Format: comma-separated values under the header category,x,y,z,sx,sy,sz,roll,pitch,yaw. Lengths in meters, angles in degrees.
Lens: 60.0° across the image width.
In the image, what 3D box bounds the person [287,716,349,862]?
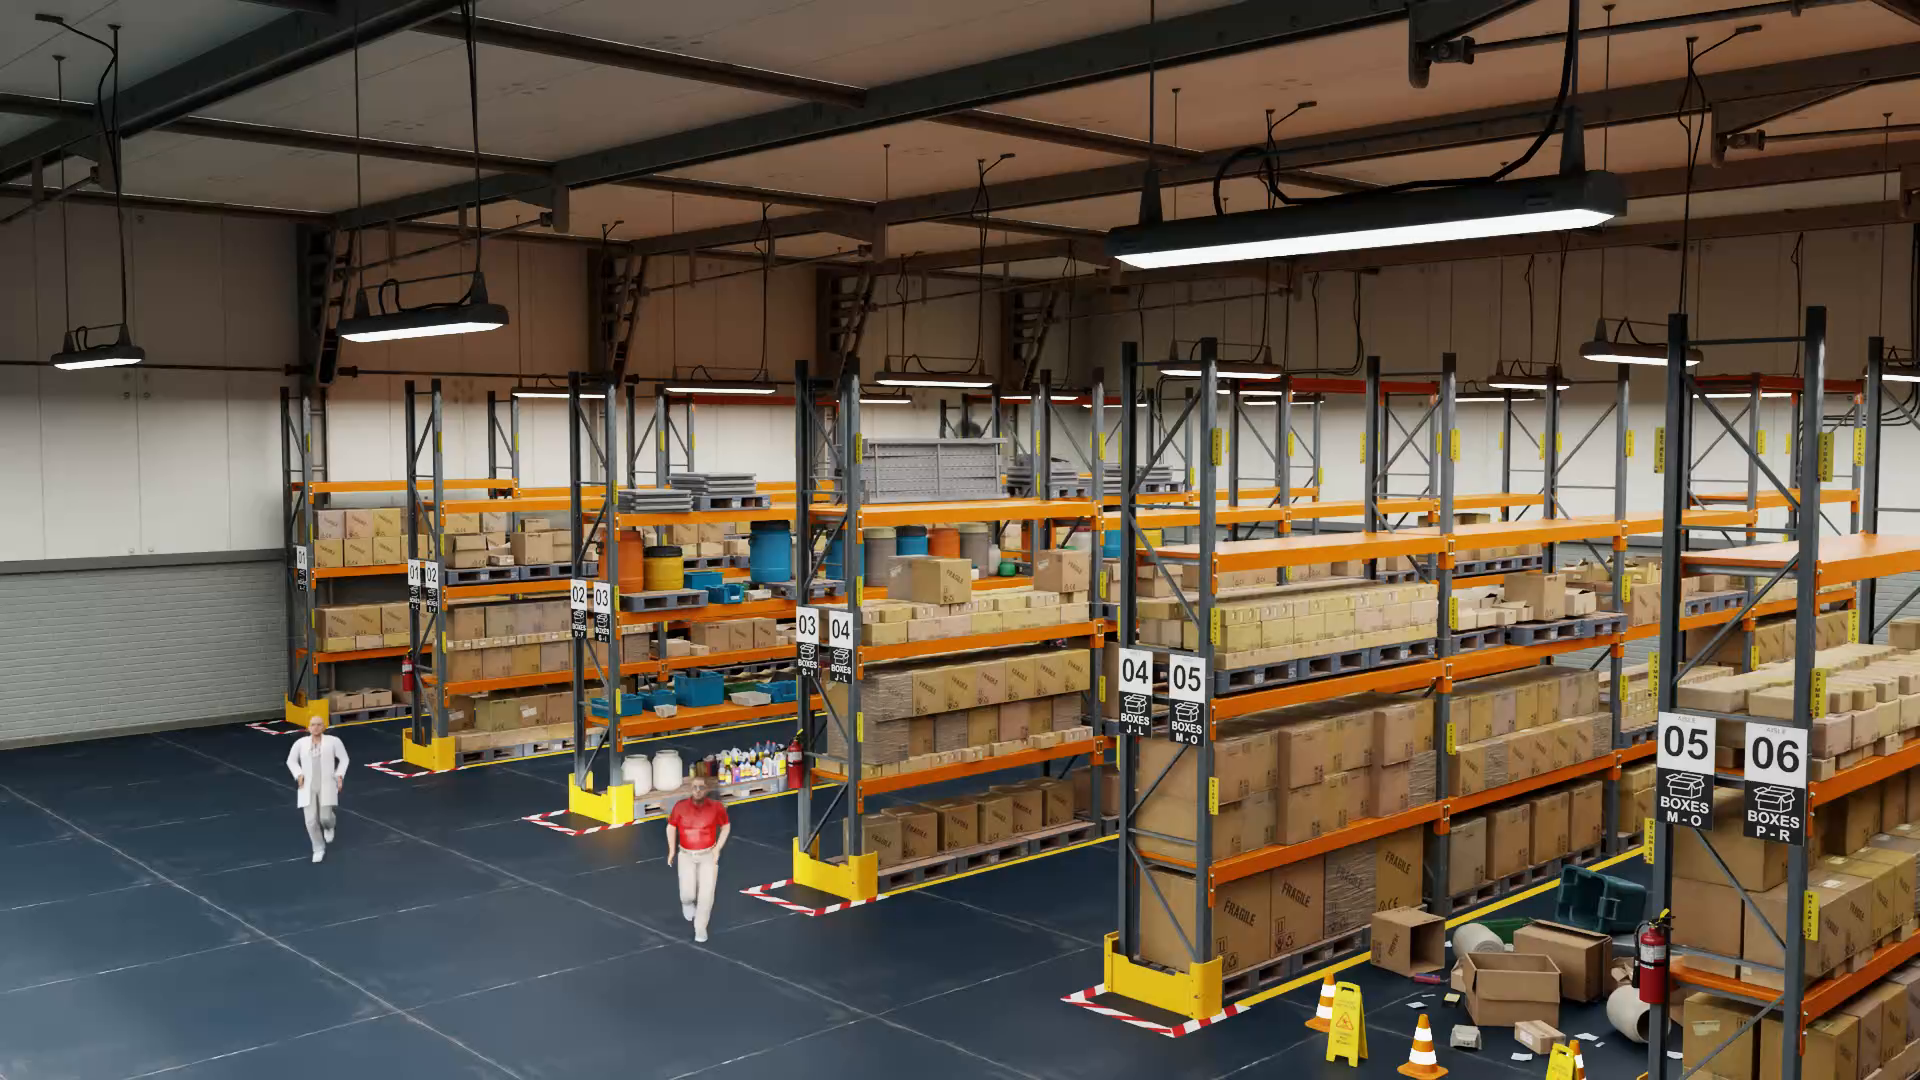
category,x,y,z,sx,sy,sz,roll,pitch,yaw
person,-7.845,3.010,20.307,0.704,1.739,0.652,-1,4,-15

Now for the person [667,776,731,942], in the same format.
category,x,y,z,sx,sy,sz,roll,pitch,yaw
person,-2.681,3.247,17.085,0.650,1.681,0.636,0,4,-7
